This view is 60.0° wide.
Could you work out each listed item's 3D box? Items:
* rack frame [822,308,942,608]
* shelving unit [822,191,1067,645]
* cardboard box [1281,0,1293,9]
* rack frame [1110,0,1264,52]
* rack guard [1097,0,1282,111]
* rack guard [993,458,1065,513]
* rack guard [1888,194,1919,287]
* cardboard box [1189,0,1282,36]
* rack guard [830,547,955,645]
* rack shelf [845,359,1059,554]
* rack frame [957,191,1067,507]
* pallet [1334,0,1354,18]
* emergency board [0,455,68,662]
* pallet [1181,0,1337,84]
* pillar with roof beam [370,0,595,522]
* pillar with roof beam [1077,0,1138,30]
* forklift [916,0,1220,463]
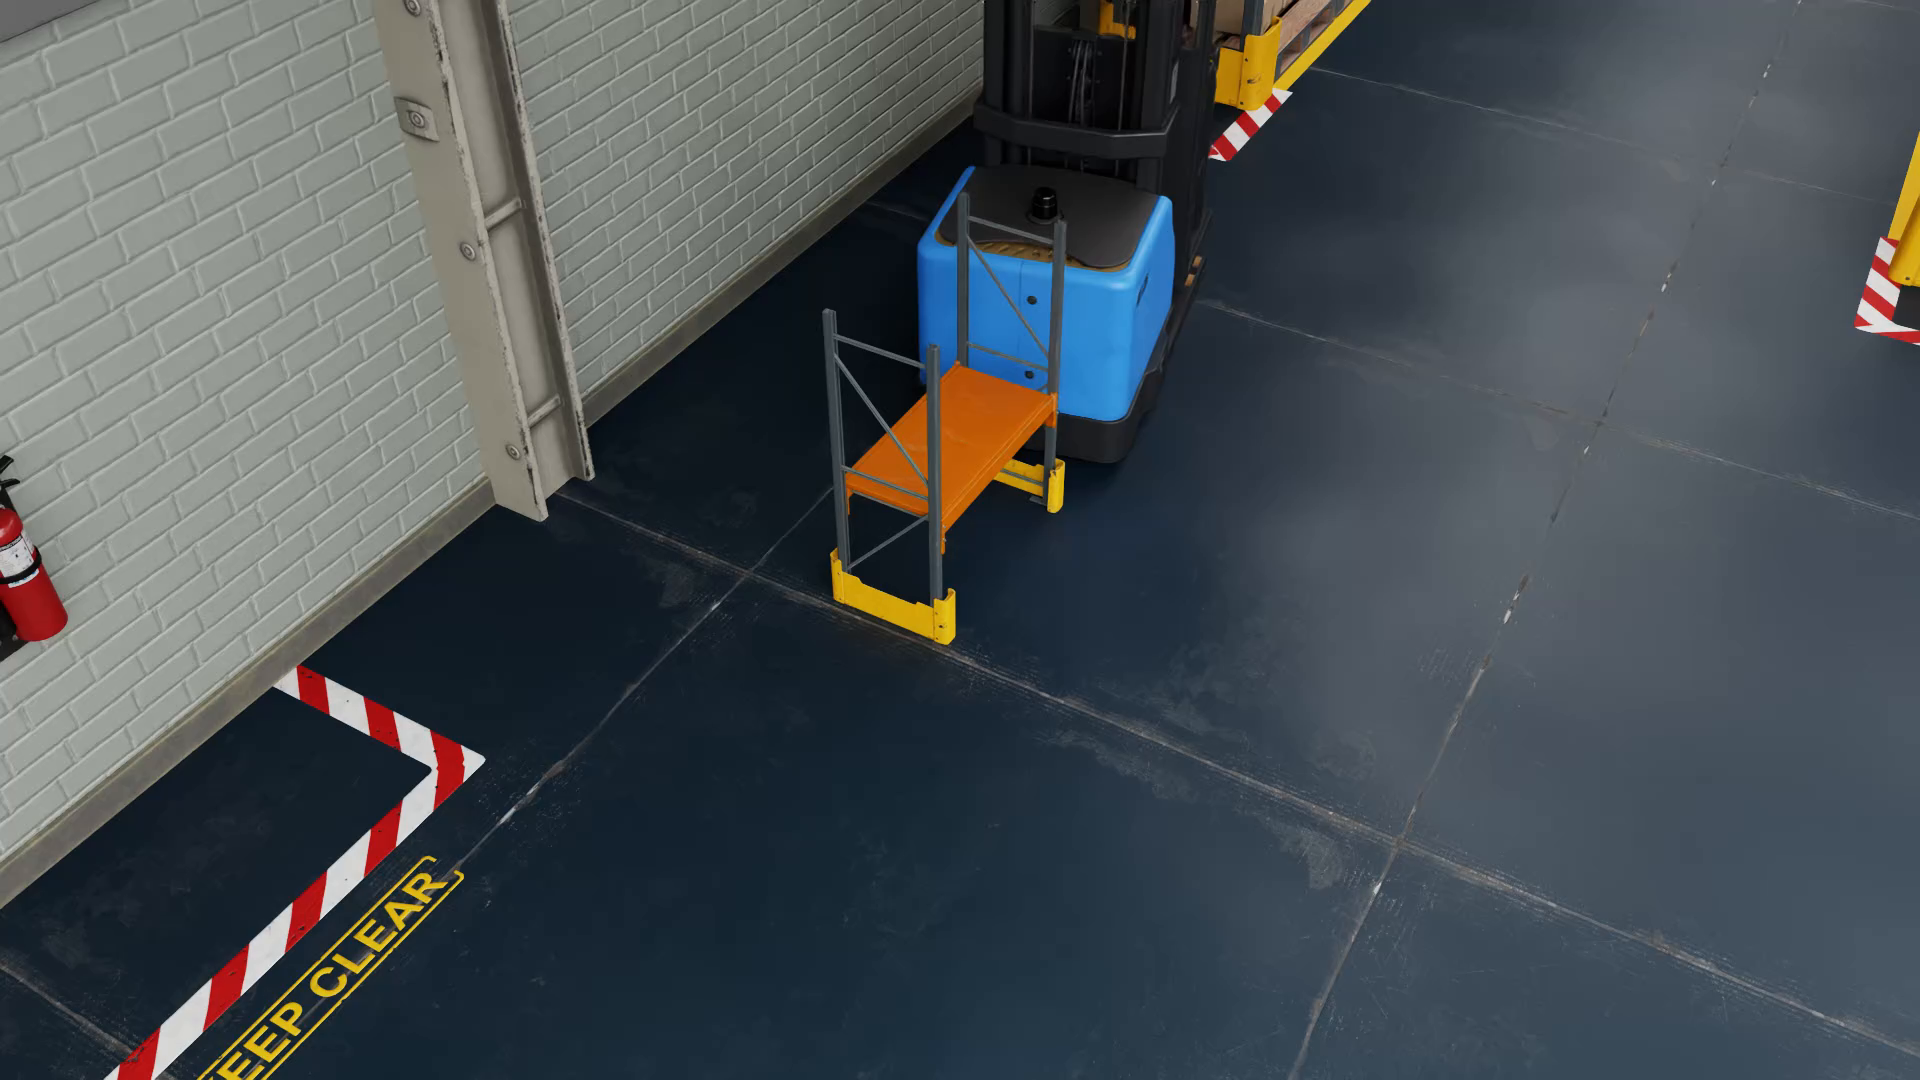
[{"bbox_3d":[-0.297,-0.223,6.684,0.500,1.500,0.032,21,45,22],"label":"rack frame"},{"bbox_3d":[-0.038,-0.519,7.020,0.587,1.500,1.083,21,45,22],"label":"shelving unit"},{"bbox_3d":[2.147,-3.968,11.503,0.500,0.311,0.500,25,47,25],"label":"cardboard box"},{"bbox_3d":[1.437,-4.119,9.973,1.000,3.000,0.127,21,45,22],"label":"rack frame"},{"bbox_3d":[1.475,-3.225,10.849,1.175,0.500,0.348,21,45,22],"label":"rack guard"},{"bbox_3d":[0.211,-0.335,7.757,0.587,0.250,0.087,21,45,22],"label":"rack guard"},{"bbox_3d":[5.716,-1.531,8.926,1.175,0.500,0.348,21,45,22],"label":"rack guard"},{"bbox_3d":[1.861,-3.641,11.132,0.500,0.311,0.500,16,44,17],"label":"cardboard box"},{"bbox_3d":[-0.287,0.235,7.110,0.587,0.250,0.087,21,45,22],"label":"rack guard"},{"bbox_3d":[-0.043,-0.379,7.133,0.538,0.185,1.000,21,45,22],"label":"rack shelf"},{"bbox_3d":[0.212,-0.805,7.345,0.500,1.500,0.032,21,45,22],"label":"rack frame"},{"bbox_3d":[2.524,-4.265,12.249,1.003,0.211,1.213,21,45,22],"label":"pallet"},{"bbox_3d":[-3.234,0.029,5.263,0.194,1.169,0.643,21,45,22],"label":"emergency board"},{"bbox_3d":[1.912,-3.569,11.459,1.003,0.211,1.213,21,45,22],"label":"pallet"},{"bbox_3d":[1.763,-2.200,3.255,9.100,9.000,0.400,21,45,22],"label":"pillar with roof beam"},{"bbox_3d":[4.766,-5.634,7.154,9.100,9.000,0.400,21,45,22],"label":"pillar with roof beam"},{"bbox_3d":[0.722,-2.448,8.128,1.130,2.935,3.031,12,43,13],"label":"forklift"}]
